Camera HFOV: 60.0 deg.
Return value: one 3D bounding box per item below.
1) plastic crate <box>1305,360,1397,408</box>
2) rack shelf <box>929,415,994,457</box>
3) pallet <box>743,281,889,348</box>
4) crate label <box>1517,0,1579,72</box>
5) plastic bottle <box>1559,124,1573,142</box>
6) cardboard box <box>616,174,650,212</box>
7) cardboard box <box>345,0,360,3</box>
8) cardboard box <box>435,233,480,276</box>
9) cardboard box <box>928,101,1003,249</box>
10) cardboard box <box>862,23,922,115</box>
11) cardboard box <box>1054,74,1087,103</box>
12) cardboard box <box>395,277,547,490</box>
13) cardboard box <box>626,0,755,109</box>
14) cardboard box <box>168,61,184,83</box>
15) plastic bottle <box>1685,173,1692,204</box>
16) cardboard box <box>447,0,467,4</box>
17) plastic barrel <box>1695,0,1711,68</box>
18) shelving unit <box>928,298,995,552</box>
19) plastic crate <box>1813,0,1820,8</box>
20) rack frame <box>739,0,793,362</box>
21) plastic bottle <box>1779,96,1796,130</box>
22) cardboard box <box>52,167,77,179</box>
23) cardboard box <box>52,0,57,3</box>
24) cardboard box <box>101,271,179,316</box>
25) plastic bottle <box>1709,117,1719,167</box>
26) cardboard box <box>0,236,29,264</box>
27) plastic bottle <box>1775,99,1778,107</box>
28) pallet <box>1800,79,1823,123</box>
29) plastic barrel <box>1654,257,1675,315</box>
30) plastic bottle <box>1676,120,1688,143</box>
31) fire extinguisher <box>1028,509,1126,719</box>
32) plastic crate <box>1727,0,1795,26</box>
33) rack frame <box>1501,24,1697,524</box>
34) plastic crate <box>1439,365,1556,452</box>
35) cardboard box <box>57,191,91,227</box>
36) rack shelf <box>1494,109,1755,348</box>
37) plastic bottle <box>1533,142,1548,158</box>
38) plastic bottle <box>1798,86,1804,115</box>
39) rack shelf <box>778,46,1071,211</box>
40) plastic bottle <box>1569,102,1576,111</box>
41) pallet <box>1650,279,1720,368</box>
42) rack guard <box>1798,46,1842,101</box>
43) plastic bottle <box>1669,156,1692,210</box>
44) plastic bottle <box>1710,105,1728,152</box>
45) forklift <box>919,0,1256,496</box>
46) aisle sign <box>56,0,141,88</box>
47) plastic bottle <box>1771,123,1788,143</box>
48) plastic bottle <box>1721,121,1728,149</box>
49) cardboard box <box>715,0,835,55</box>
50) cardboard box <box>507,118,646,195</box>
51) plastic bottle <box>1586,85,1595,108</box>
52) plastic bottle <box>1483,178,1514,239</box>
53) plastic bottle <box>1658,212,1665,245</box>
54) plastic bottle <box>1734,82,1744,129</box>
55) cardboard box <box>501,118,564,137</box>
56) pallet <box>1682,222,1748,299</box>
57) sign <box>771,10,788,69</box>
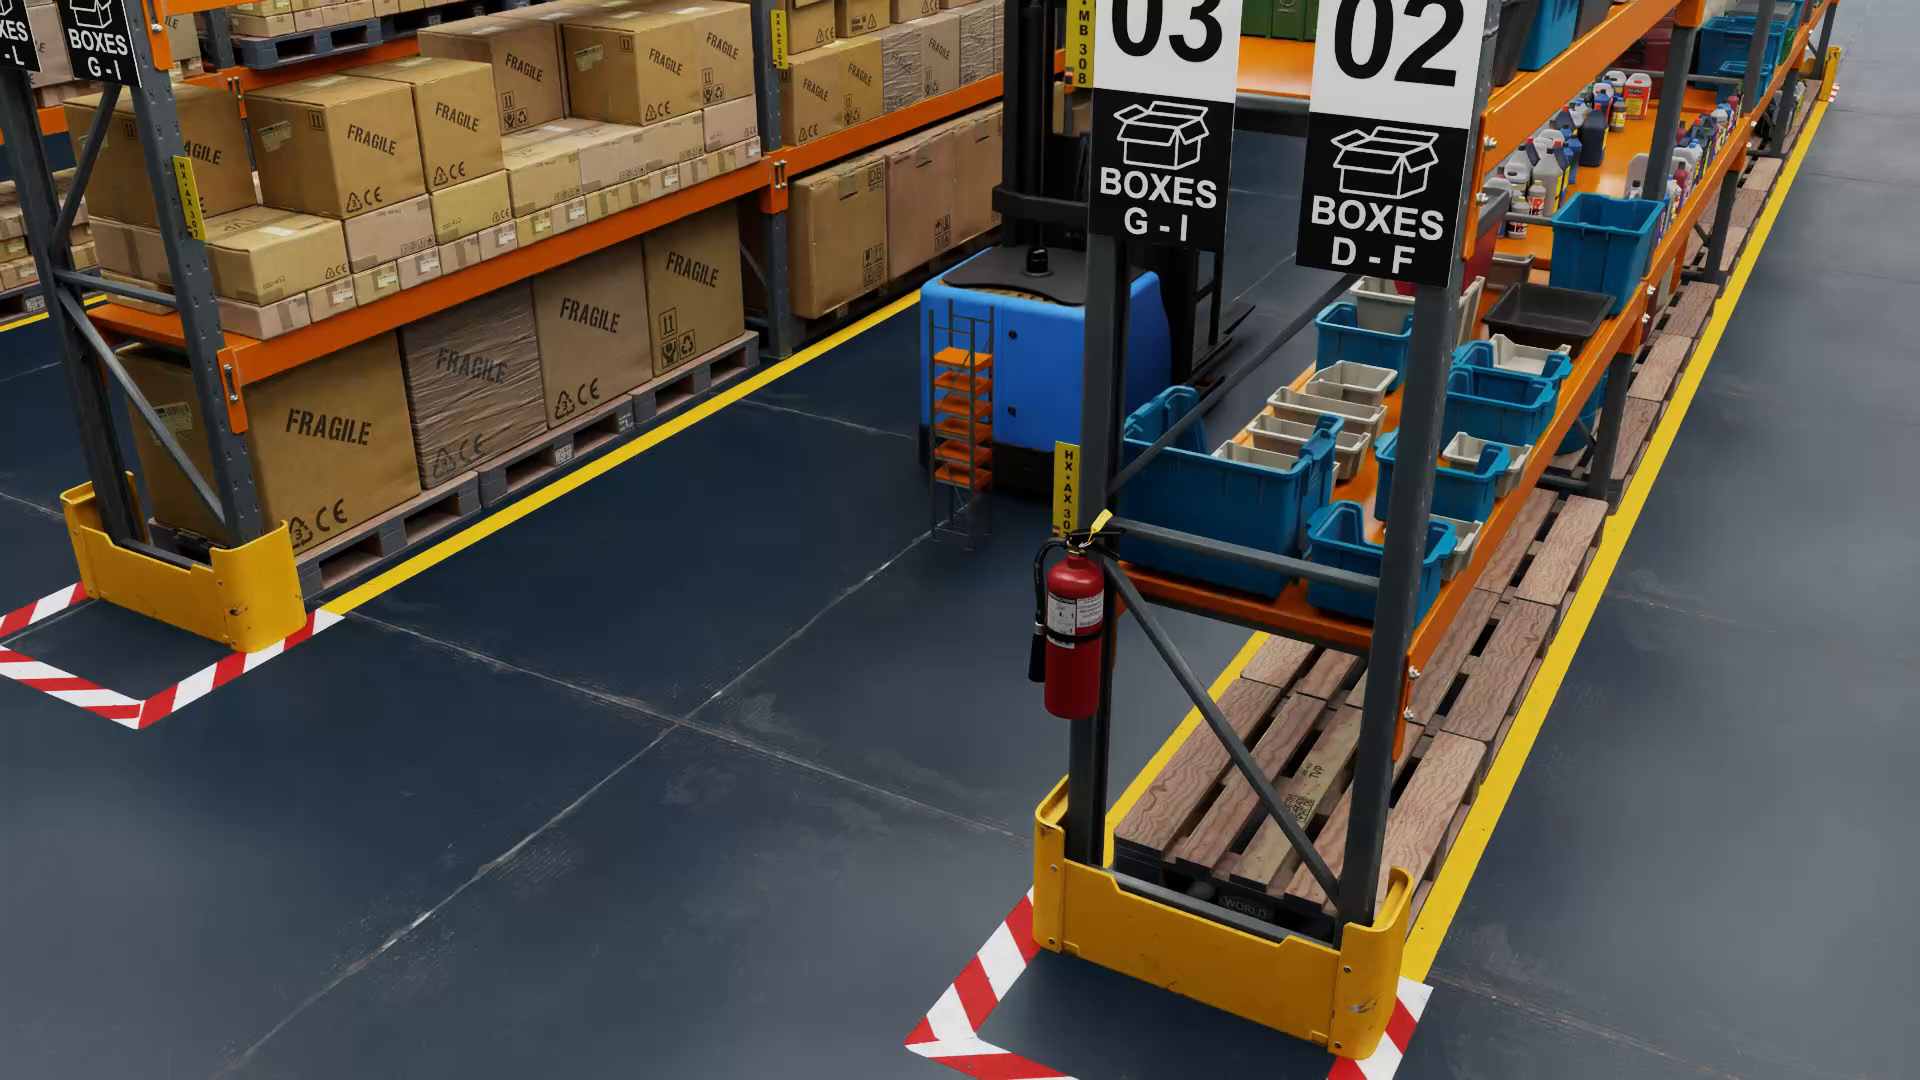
[{"bbox_3d":[1.457,-0.559,6.244,0.298,0.136,0.250,14,30,26],"label":"plastic crate"},{"bbox_3d":[0.007,-0.502,8.013,0.258,0.103,0.180,14,30,26],"label":"rack shelf"},{"bbox_3d":[-1.217,-1.669,11.349,1.003,0.211,1.213,14,30,26],"label":"pallet"},{"bbox_3d":[1.549,-1.513,4.736,0.408,0.251,0.502,14,30,26],"label":"crate label"},{"bbox_3d":[3.454,-2.247,9.532,0.097,0.271,0.097,0,27,0],"label":"plastic bottle"},{"bbox_3d":[-1.902,-1.895,8.964,0.380,0.149,0.250,15,30,27],"label":"cardboard box"},{"bbox_3d":[-4.826,-4.295,12.958,0.380,0.149,0.250,13,29,24],"label":"cardboard box"},{"bbox_3d":[-2.533,-1.394,7.965,0.380,0.149,0.250,14,30,25],"label":"cardboard box"},{"bbox_3d":[-0.366,-2.786,12.368,1.225,0.875,0.875,14,30,26],"label":"cardboard box"},{"bbox_3d":[-0.594,-3.159,11.098,0.500,0.500,0.500,13,30,25],"label":"cardboard box"},{"bbox_3d":[0.740,-3.840,14.033,0.500,0.250,0.500,16,31,28],"label":"cardboard box"},{"bbox_3d":[-2.806,-0.900,8.600,0.875,0.875,0.875,14,30,26],"label":"cardboard box"},{"bbox_3d":[-1.524,-2.762,9.415,0.500,0.500,0.500,15,30,28],"label":"cardboard box"},{"bbox_3d":[-5.768,-3.331,11.834,0.380,0.149,0.250,13,30,25],"label":"cardboard box"},{"bbox_3d":[3.877,-1.916,8.949,0.097,0.201,0.097,0,27,0],"label":"plastic bottle"},{"bbox_3d":[-4.310,-4.573,13.845,0.380,0.149,0.250,15,30,28],"label":"cardboard box"},{"bbox_3d":[5.276,-3.729,12.224,0.421,0.512,0.421,0,27,0],"label":"plastic barrel"},{"bbox_3d":[0.007,-0.542,7.993,0.258,1.200,0.189,14,30,26],"label":"shelving unit"},{"bbox_3d":[7.085,-4.774,14.506,0.767,0.338,0.504,14,30,26],"label":"plastic crate"},{"bbox_3d":[-1.531,-2.599,10.091,1.000,3.000,0.127,14,30,26],"label":"rack frame"},{"bbox_3d":[7.568,-3.935,15.228,0.144,0.351,0.185,13,29,24],"label":"plastic bottle"},{"bbox_3d":[-6.418,-2.617,12.179,0.380,0.149,0.250,14,30,25],"label":"cardboard box"},{"bbox_3d":[-6.045,-3.910,11.149,0.500,0.500,0.500,13,29,25],"label":"cardboard box"},{"bbox_3d":[-3.610,-1.139,7.455,0.380,0.149,0.250,15,30,27],"label":"cardboard box"},{"bbox_3d":[4.359,-2.318,9.660,0.061,0.283,0.133,14,30,26],"label":"plastic bottle"},{"bbox_3d":[-6.551,-1.993,11.264,0.380,0.149,0.250,16,31,28],"label":"cardboard box"},{"bbox_3d":[7.441,-3.909,15.265,0.097,0.271,0.097,0,27,0],"label":"plastic bottle"},{"bbox_3d":[8.284,-4.583,17.169,1.003,0.211,1.213,14,30,26],"label":"pallet"},{"bbox_3d":[4.323,-1.708,10.622,0.421,0.512,0.421,0,27,0],"label":"plastic barrel"},{"bbox_3d":[4.143,-2.278,9.580,0.061,0.283,0.133,14,30,26],"label":"plastic bottle"},{"bbox_3d":[0.344,0.211,4.981,0.296,0.674,0.183,14,30,26],"label":"fire extinguisher"},{"bbox_3d":[5.810,-3.658,12.135,0.402,0.464,0.583,14,30,26],"label":"plastic crate"},{"bbox_3d":[2.781,-1.508,7.912,1.000,3.000,0.127,14,30,26],"label":"rack frame"},{"bbox_3d":[1.869,-0.438,5.895,0.416,0.233,0.300,14,30,26],"label":"plastic crate"},{"bbox_3d":[-6.204,-2.297,11.539,0.380,0.149,0.250,13,29,24],"label":"cardboard box"},{"bbox_3d":[3.765,-1.966,9.630,1.077,0.370,4.000,14,30,26],"label":"rack shelf"},{"bbox_3d":[3.121,-2.017,9.066,0.152,0.276,0.135,14,30,26],"label":"plastic bottle"},{"bbox_3d":[7.947,-4.205,15.851,0.152,0.276,0.135,13,30,25],"label":"plastic bottle"},{"bbox_3d":[-0.547,-3.057,11.809,1.077,0.370,4.000,14,30,26],"label":"rack shelf"},{"bbox_3d":[3.647,-2.477,9.978,0.061,0.283,0.133,14,30,26],"label":"plastic bottle"},{"bbox_3d":[4.397,-1.504,11.018,1.003,0.211,1.213,14,30,26],"label":"pallet"},{"bbox_3d":[8.688,-5.027,17.734,1.175,0.500,0.348,14,30,26],"label":"rack guard"},{"bbox_3d":[3.796,-1.910,8.854,0.152,0.276,0.135,14,30,26],"label":"plastic bottle"},{"bbox_3d":[4.544,-2.475,9.988,0.097,0.271,0.097,0,27,0],"label":"plastic bottle"},{"bbox_3d":[0.920,-2.132,9.235,1.130,2.935,3.031,13,30,25],"label":"forklift"},{"bbox_3d":[-3.273,-2.109,6.207,0.394,0.787,0.004,14,30,26],"label":"aisle sign"},{"bbox_3d":[7.255,-3.630,14.708,0.097,0.271,0.097,0,27,0],"label":"plastic bottle"},{"bbox_3d":[4.592,-2.482,10.079,0.097,0.201,0.097,0,27,0],"label":"plastic bottle"},{"bbox_3d":[-1.224,-3.343,10.345,0.797,0.503,0.637,13,30,25],"label":"cardboard box"},{"bbox_3d":[-2.023,-2.034,8.797,0.500,0.250,0.500,15,30,27],"label":"cardboard box"},{"bbox_3d":[3.921,-2.695,10.413,0.061,0.283,0.133,14,30,26],"label":"plastic bottle"},{"bbox_3d":[2.694,-1.678,8.389,0.152,0.276,0.135,14,30,26],"label":"plastic bottle"},{"bbox_3d":[3.440,-1.569,8.256,0.097,0.201,0.097,0,27,0],"label":"plastic bottle"},{"bbox_3d":[4.921,-2.763,10.550,0.061,0.283,0.133,14,30,26],"label":"plastic bottle"},{"bbox_3d":[-2.489,-2.144,9.017,0.500,0.250,0.500,15,30,27],"label":"cardboard box"},{"bbox_3d":[5.164,-2.114,12.237,1.003,0.211,1.213,14,30,26],"label":"pallet"},{"bbox_3d":[-1.047,-2.900,9.637,0.100,0.325,0.005,14,30,26],"label":"sign"}]
